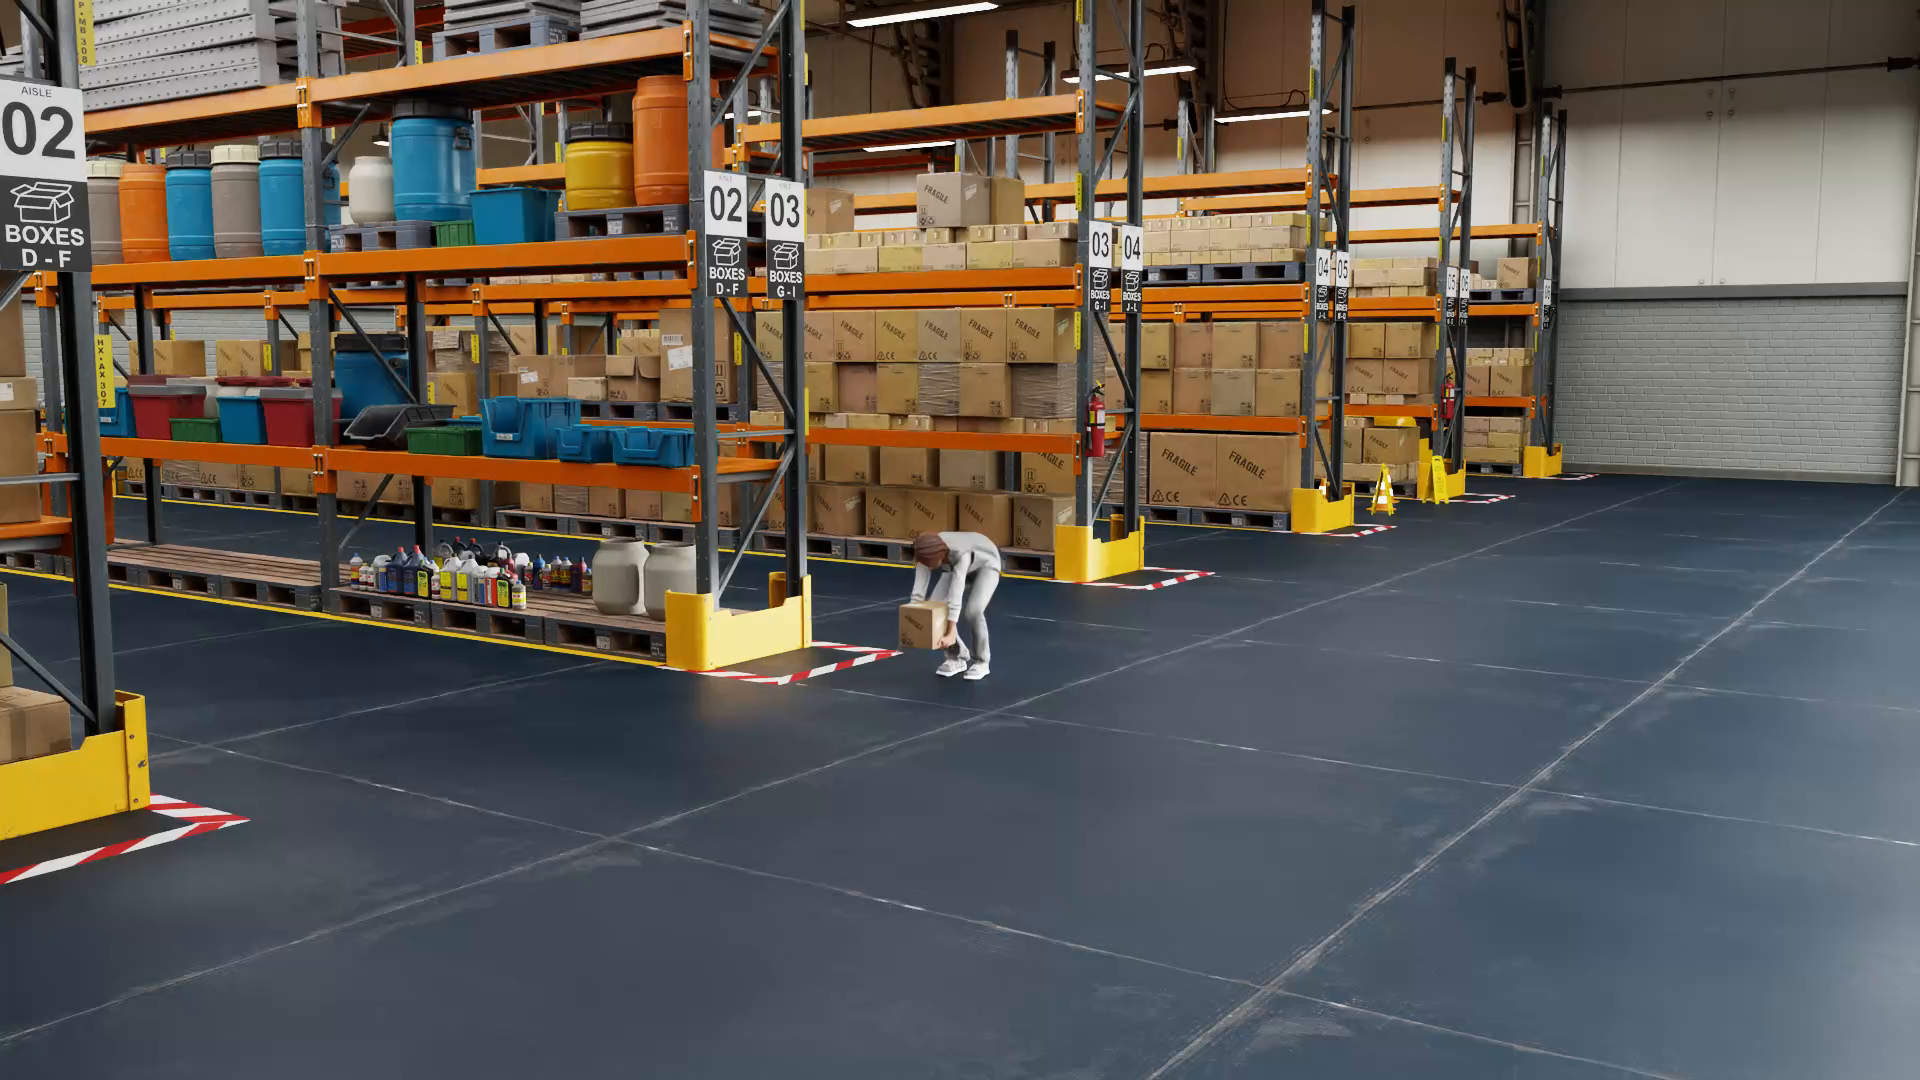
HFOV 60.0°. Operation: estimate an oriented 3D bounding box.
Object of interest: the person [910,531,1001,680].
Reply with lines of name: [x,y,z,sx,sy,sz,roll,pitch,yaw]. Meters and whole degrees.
person: [-0.044,0.404,10.447,0.417,0.965,0.861,4,8,31]
